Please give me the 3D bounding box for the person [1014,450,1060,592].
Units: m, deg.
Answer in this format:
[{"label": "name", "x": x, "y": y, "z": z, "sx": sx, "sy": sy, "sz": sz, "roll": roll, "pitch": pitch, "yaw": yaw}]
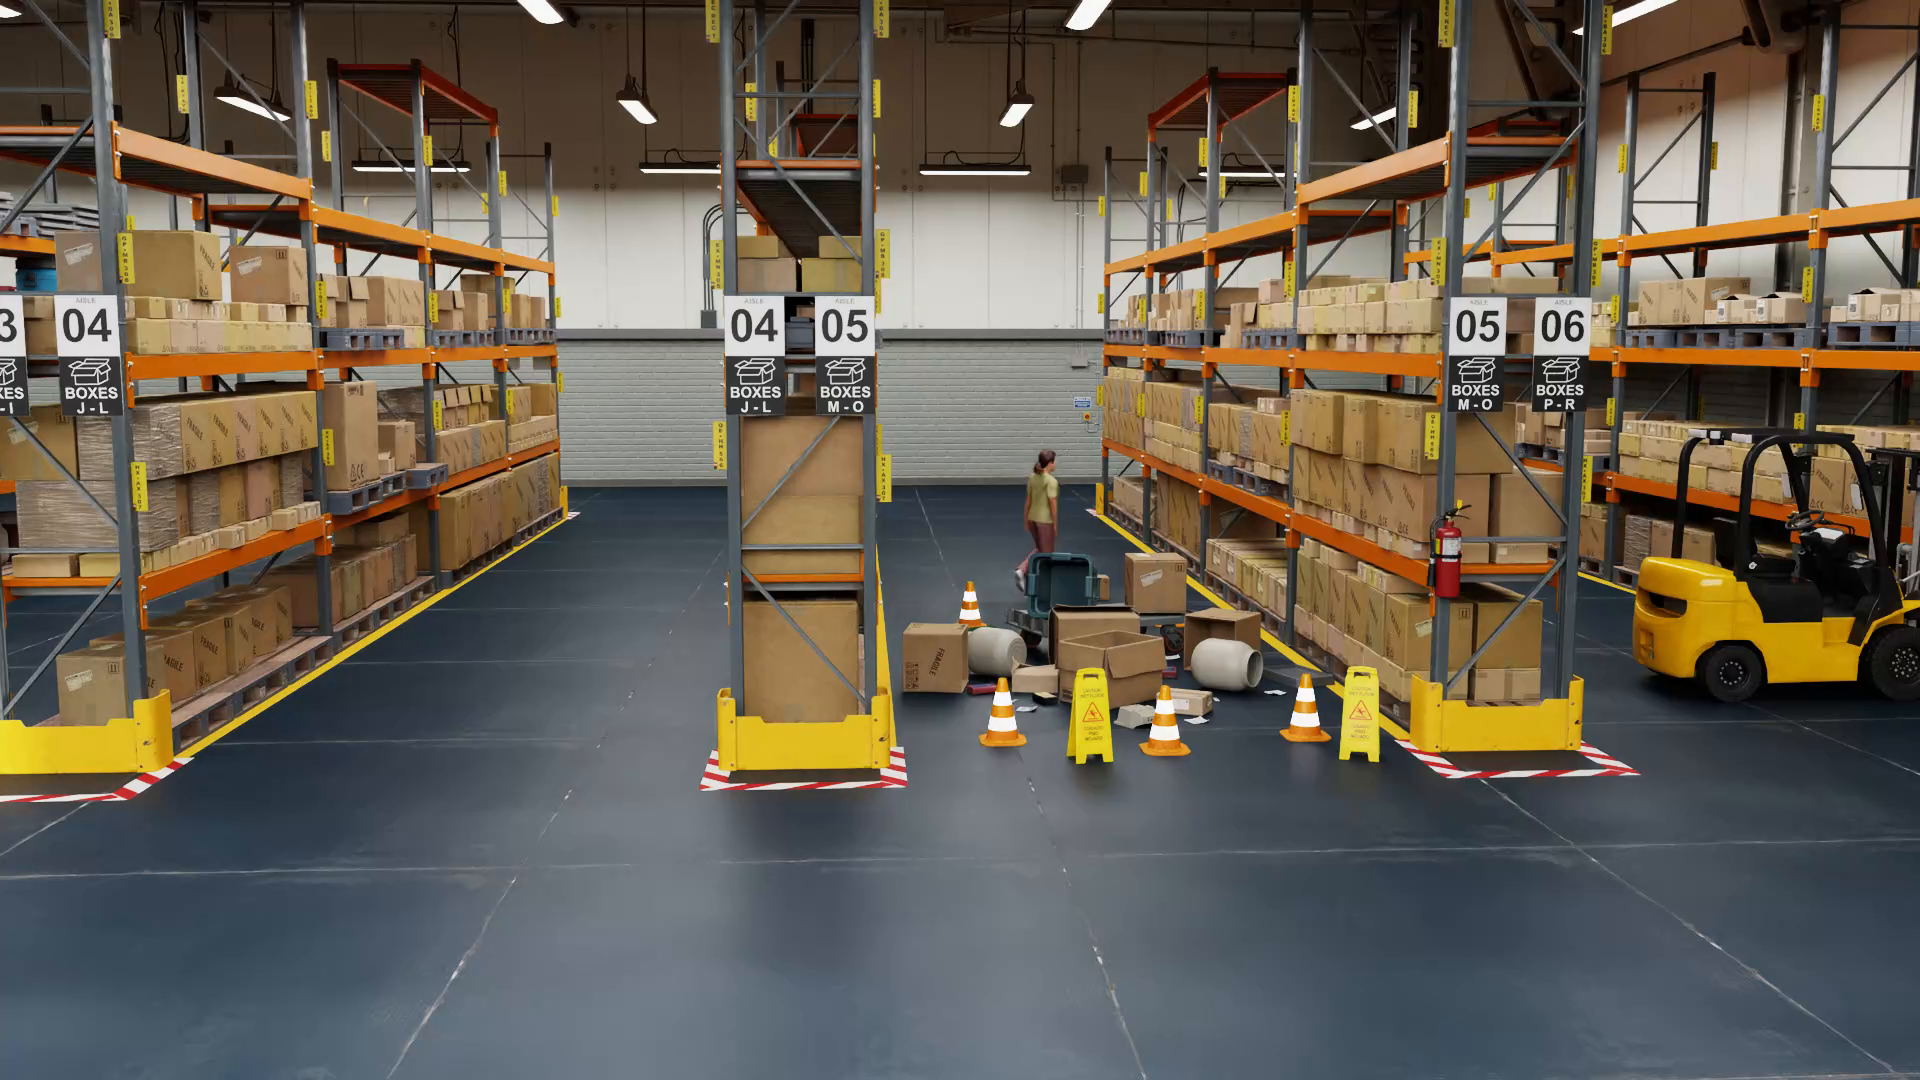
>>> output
[{"label": "person", "x": 0.910, "y": -0.177, "z": 18.551, "sx": 0.503, "sy": 1.667, "sz": 0.503, "roll": -5, "pitch": 9, "yaw": -36}]
